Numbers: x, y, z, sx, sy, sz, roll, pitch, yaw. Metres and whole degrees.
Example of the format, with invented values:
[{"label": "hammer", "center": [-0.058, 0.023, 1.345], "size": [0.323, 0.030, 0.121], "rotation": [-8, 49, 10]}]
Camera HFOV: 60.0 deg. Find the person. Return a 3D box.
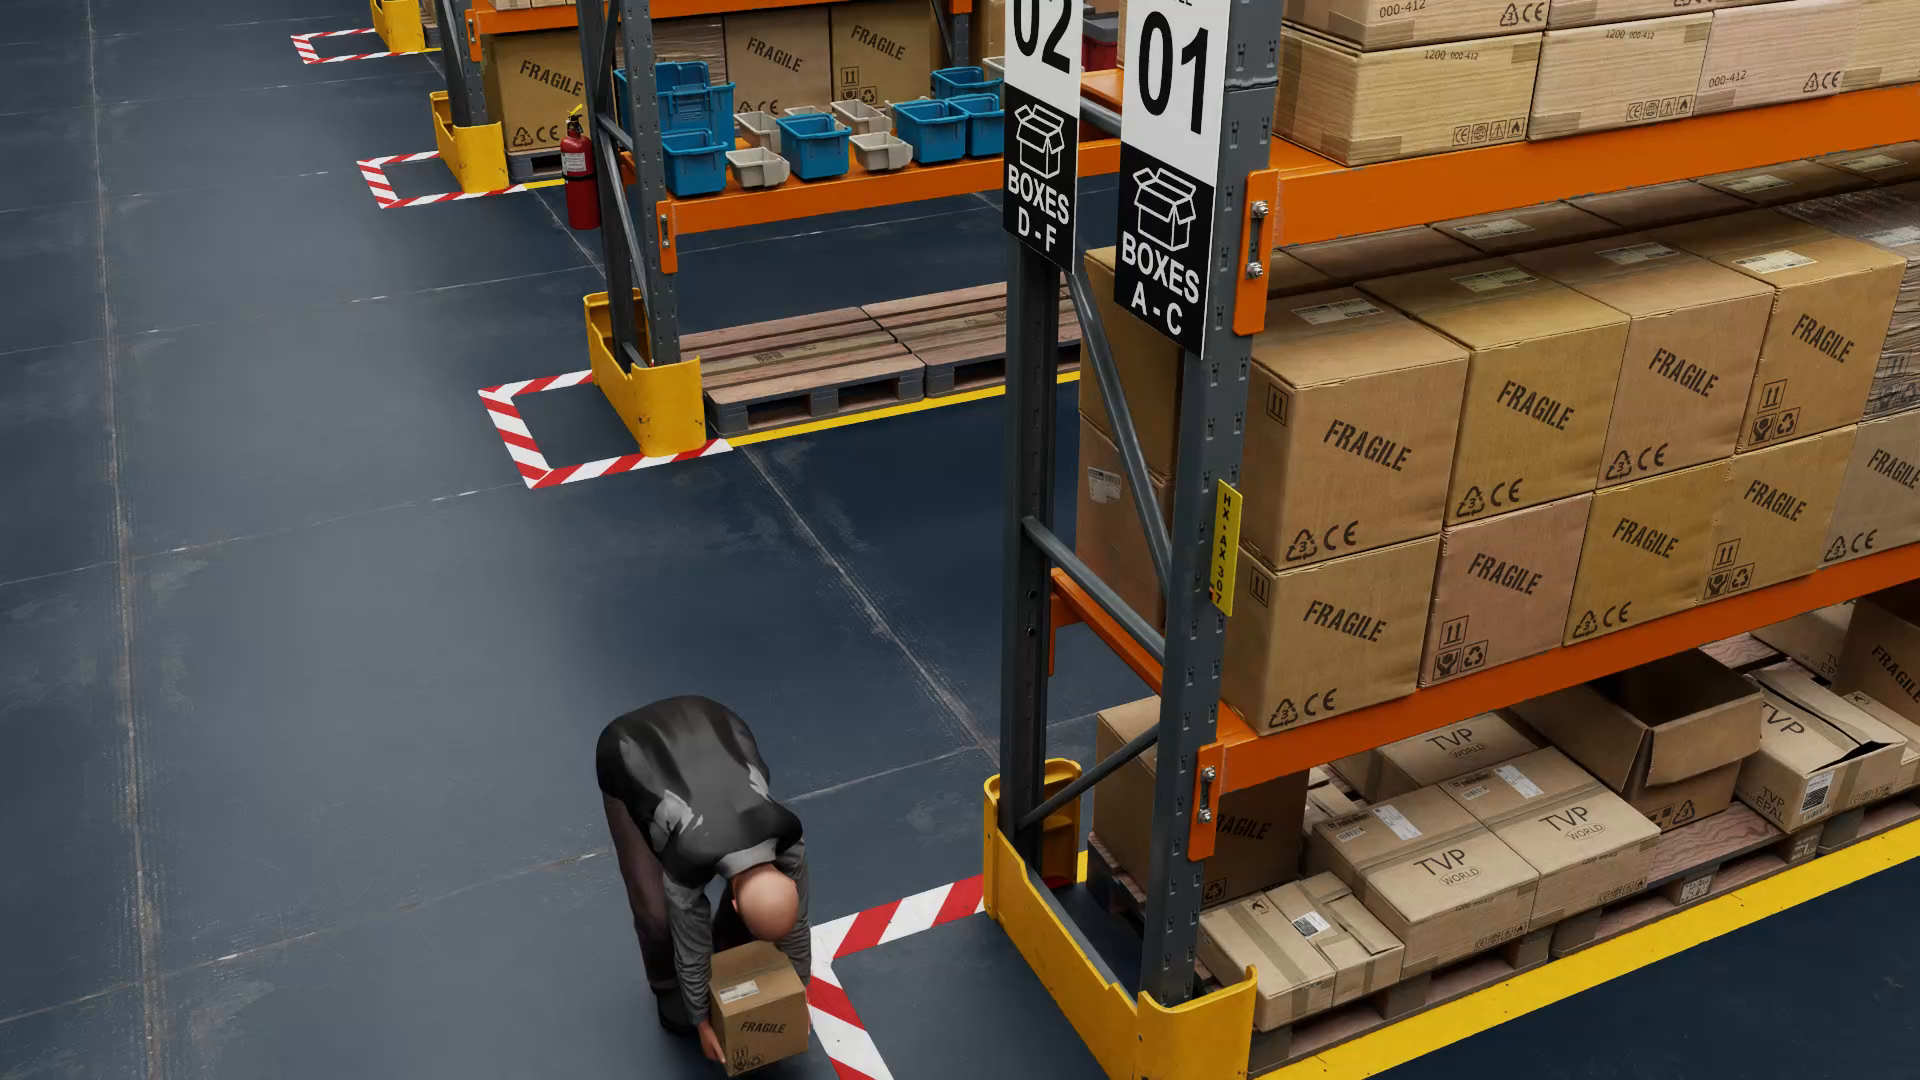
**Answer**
[{"label": "person", "center": [-0.732, 1.049, 4.973], "size": [0.476, 1.041, 0.952], "rotation": [-16, 33, -26]}]
